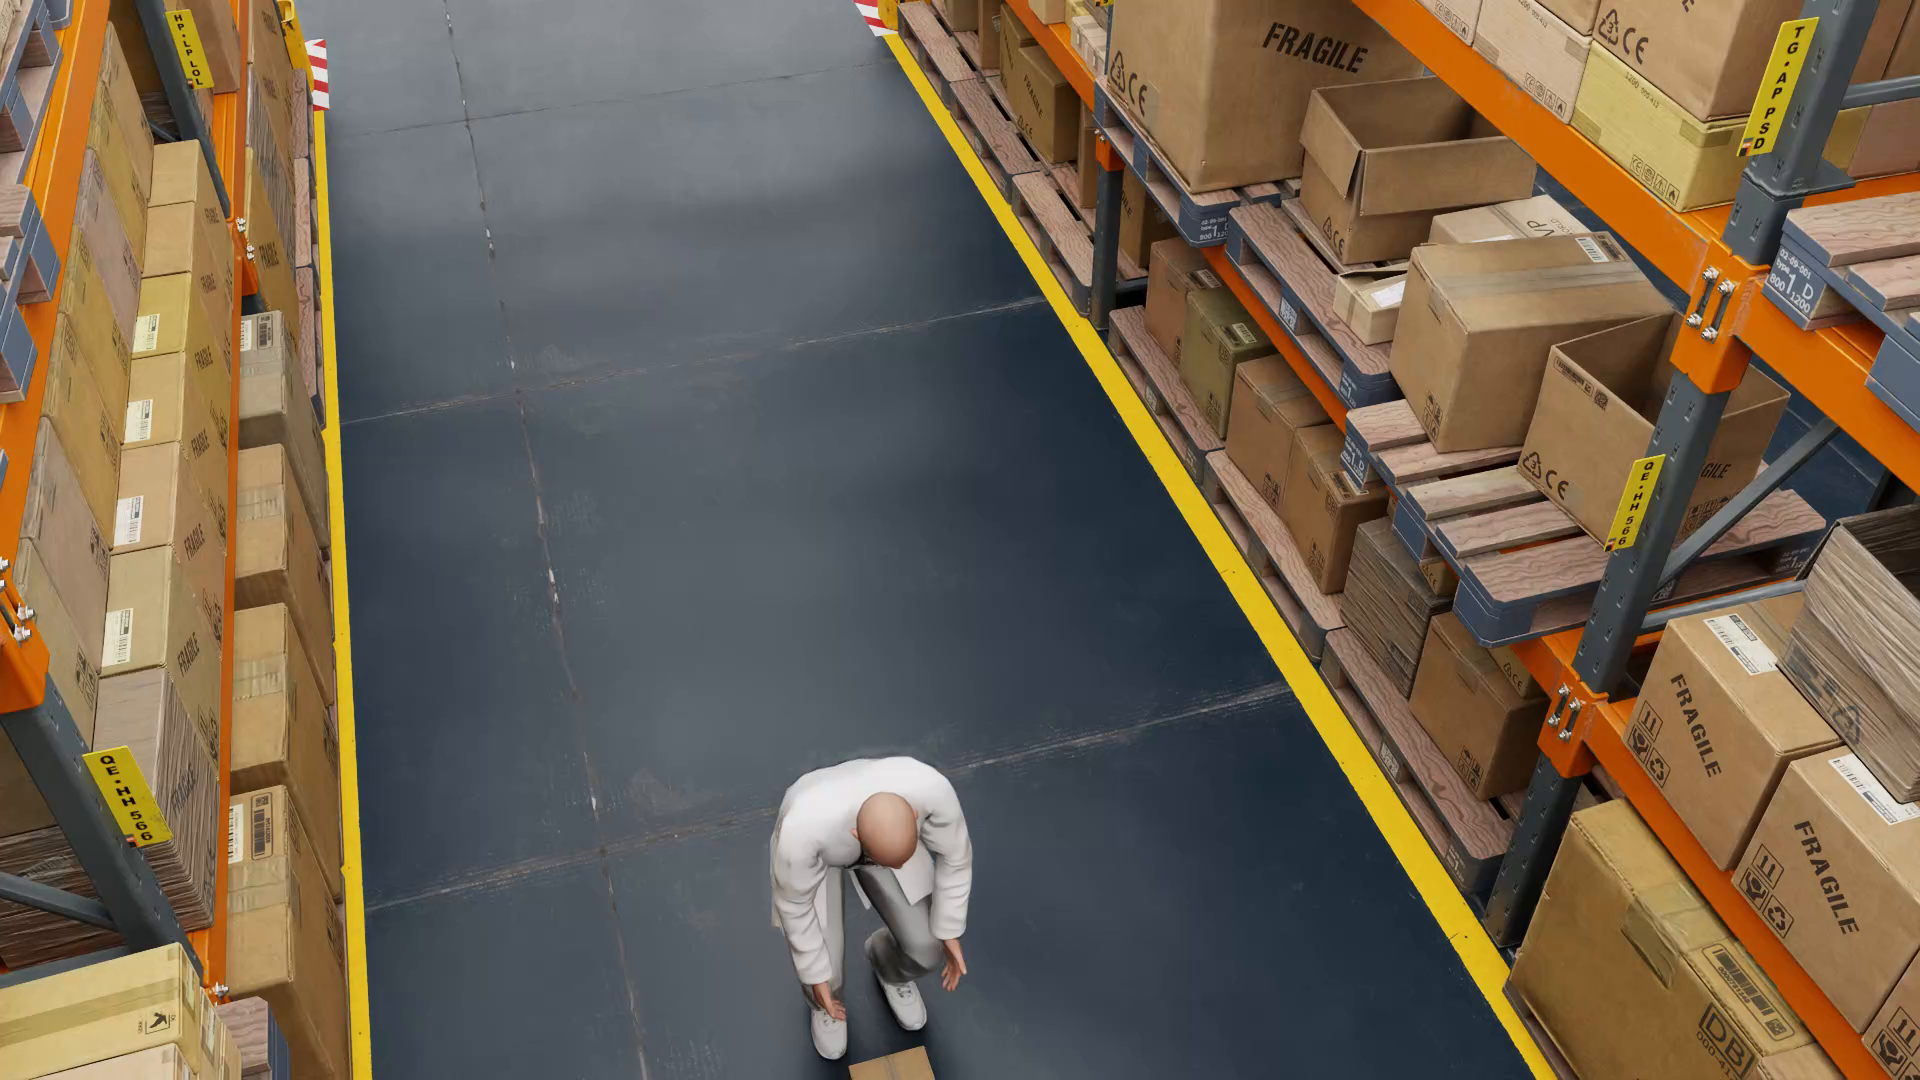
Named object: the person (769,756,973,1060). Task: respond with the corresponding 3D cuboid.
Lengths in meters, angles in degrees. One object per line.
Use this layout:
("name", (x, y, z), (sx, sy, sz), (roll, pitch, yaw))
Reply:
("person", (-0.293, 1.086, 5.244), (0.630, 1.393, 0.737), (-12, 43, -13))
